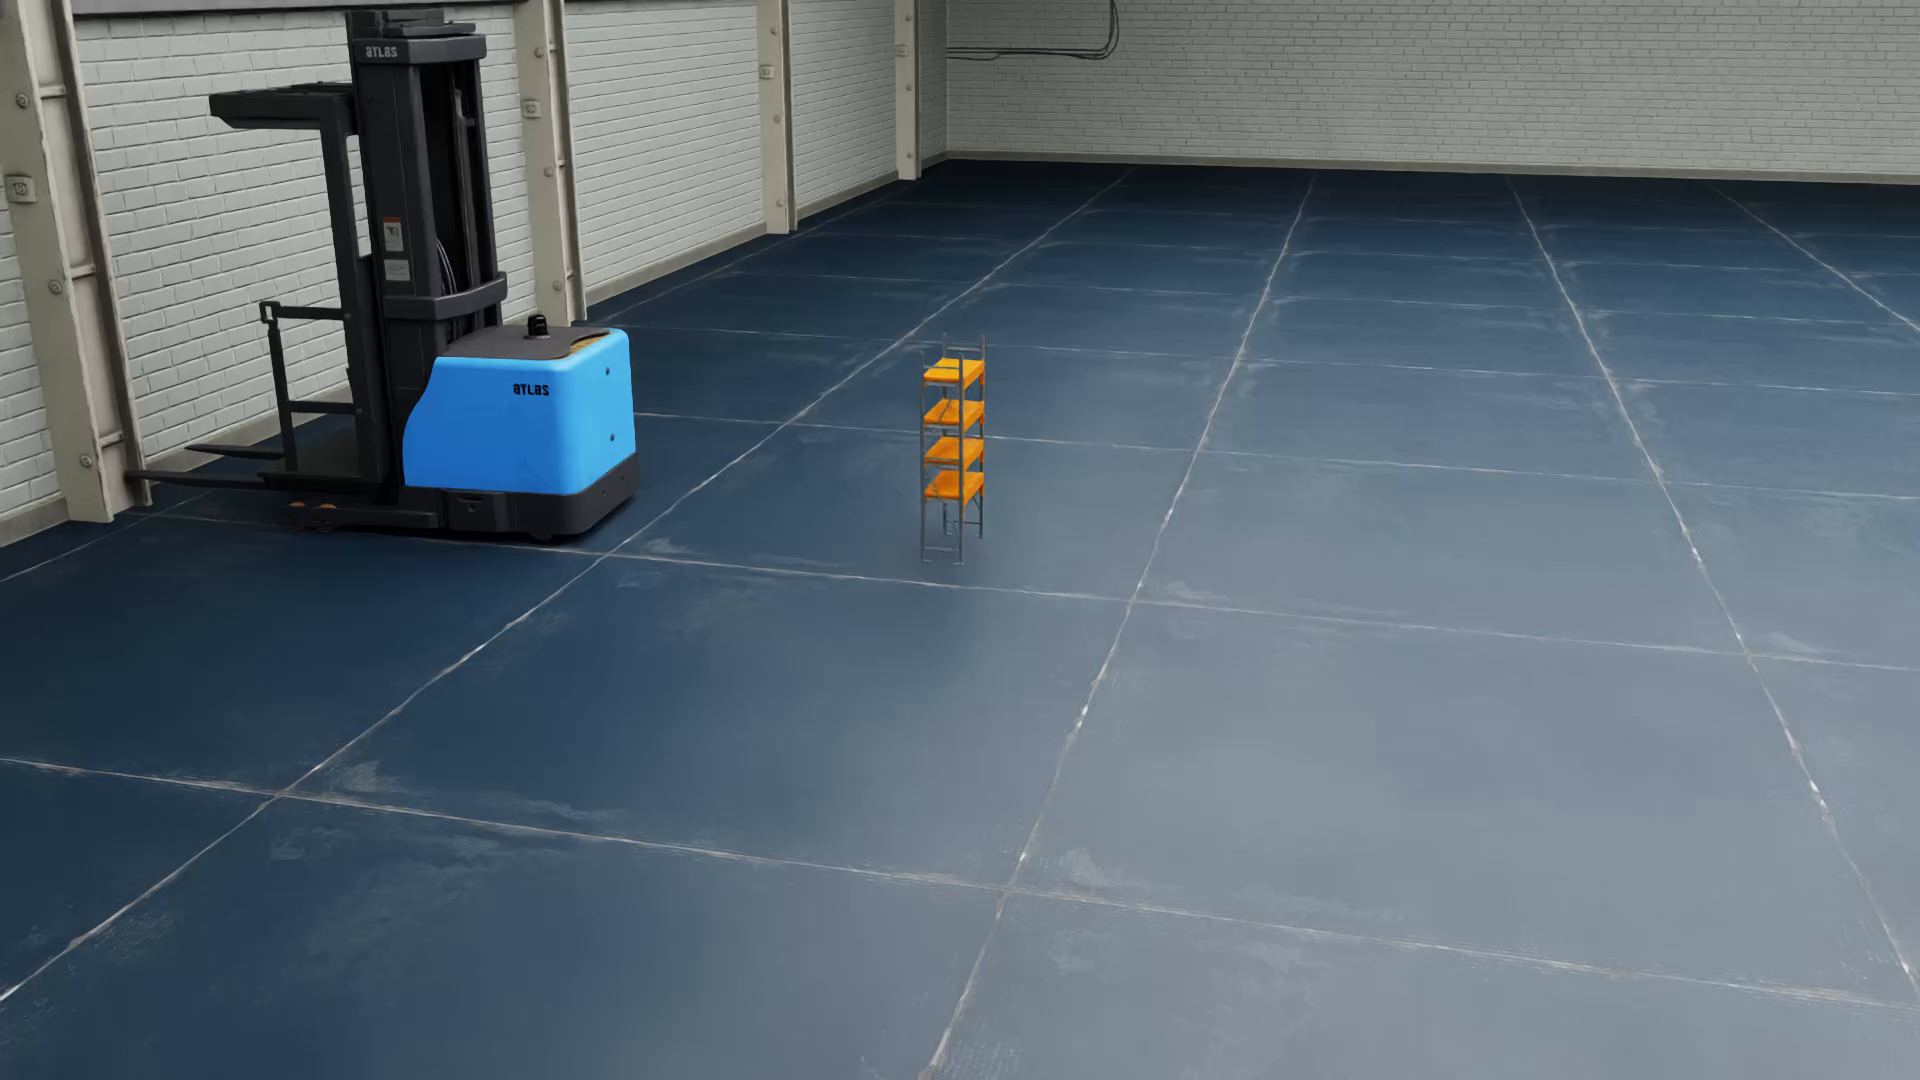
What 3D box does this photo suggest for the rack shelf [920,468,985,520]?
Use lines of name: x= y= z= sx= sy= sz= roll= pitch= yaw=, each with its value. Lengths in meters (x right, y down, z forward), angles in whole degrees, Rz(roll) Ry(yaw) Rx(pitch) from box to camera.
rack shelf: x=-0.040 y=-0.264 z=9.428 sx=0.258 sy=0.148 sz=0.480 roll=5 pitch=19 yaw=13

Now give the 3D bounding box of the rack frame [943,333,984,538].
rack frame: x=0.019 y=-0.592 z=9.566 sx=0.240 sy=1.200 sz=0.015 roll=5 pitch=19 yaw=13

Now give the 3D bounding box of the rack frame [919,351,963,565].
rack frame: x=-0.100 y=-0.439 z=9.118 sx=0.240 sy=1.200 sz=0.015 roll=5 pitch=19 yaw=13

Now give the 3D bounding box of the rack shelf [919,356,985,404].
rack shelf: x=-0.040 y=-0.888 z=9.215 sx=0.258 sy=0.148 sz=0.480 roll=5 pitch=19 yaw=13

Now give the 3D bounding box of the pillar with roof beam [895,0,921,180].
pillar with roof beam: x=3.355 y=-9.736 z=24.270 sx=9.100 sy=9.000 sz=0.400 roll=5 pitch=19 yaw=13

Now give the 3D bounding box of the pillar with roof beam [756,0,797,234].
pillar with roof beam: x=1.889 y=-7.856 z=18.764 sx=9.100 sy=9.000 sz=0.400 roll=5 pitch=19 yaw=13

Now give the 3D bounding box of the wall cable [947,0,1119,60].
wall cable: x=1.183 y=-9.426 z=28.165 sx=3.097 sy=2.526 sz=0.112 roll=5 pitch=19 yaw=13

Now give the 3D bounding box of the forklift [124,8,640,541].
forklift: x=-3.572 y=-1.596 z=9.827 sx=3.031 sy=2.935 sz=1.130 roll=3 pitch=19 yaw=10

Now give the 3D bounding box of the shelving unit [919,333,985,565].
shelving unit: x=-0.040 y=-0.516 z=9.342 sx=0.258 sy=1.200 sz=0.503 roll=5 pitch=19 yaw=13

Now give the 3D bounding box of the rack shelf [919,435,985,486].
rack shelf: x=-0.040 y=-0.452 z=9.363 sx=0.258 sy=0.148 sz=0.480 roll=5 pitch=19 yaw=13

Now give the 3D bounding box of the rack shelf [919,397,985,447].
rack shelf: x=-0.040 y=-0.664 z=9.291 sx=0.258 sy=0.148 sz=0.480 roll=5 pitch=19 yaw=13

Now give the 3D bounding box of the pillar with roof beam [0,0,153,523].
pillar with roof beam: x=-1.042 y=-4.094 z=7.753 sx=9.100 sy=9.000 sz=0.400 roll=5 pitch=19 yaw=13

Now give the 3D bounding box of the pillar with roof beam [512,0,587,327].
pillar with roof beam: x=0.424 y=-5.975 z=13.259 sx=9.100 sy=9.000 sz=0.400 roll=5 pitch=19 yaw=13
